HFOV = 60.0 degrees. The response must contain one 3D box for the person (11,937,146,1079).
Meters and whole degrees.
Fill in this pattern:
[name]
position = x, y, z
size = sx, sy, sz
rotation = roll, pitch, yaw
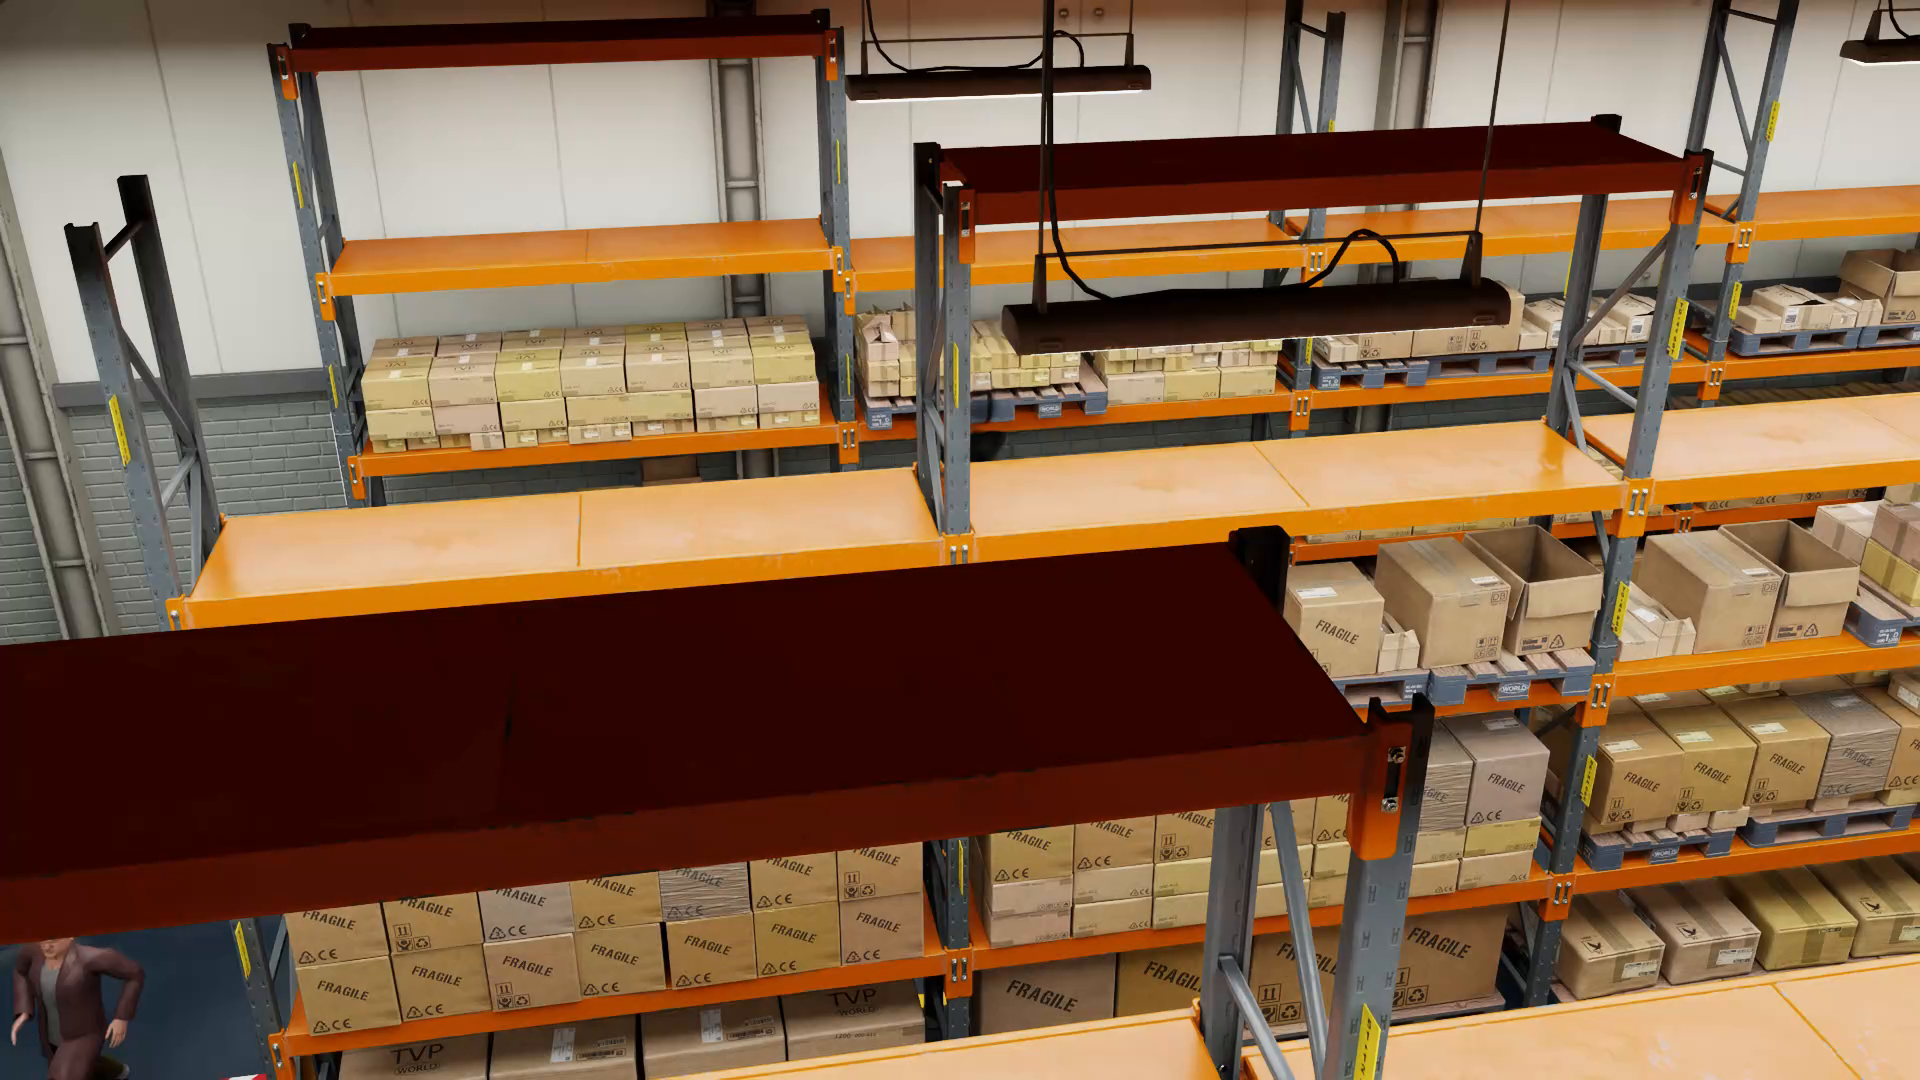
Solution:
[person]
position = -5.352, 3.000, 10.105
size = 0.765, 1.799, 0.858
rotation = 9, 27, 17
